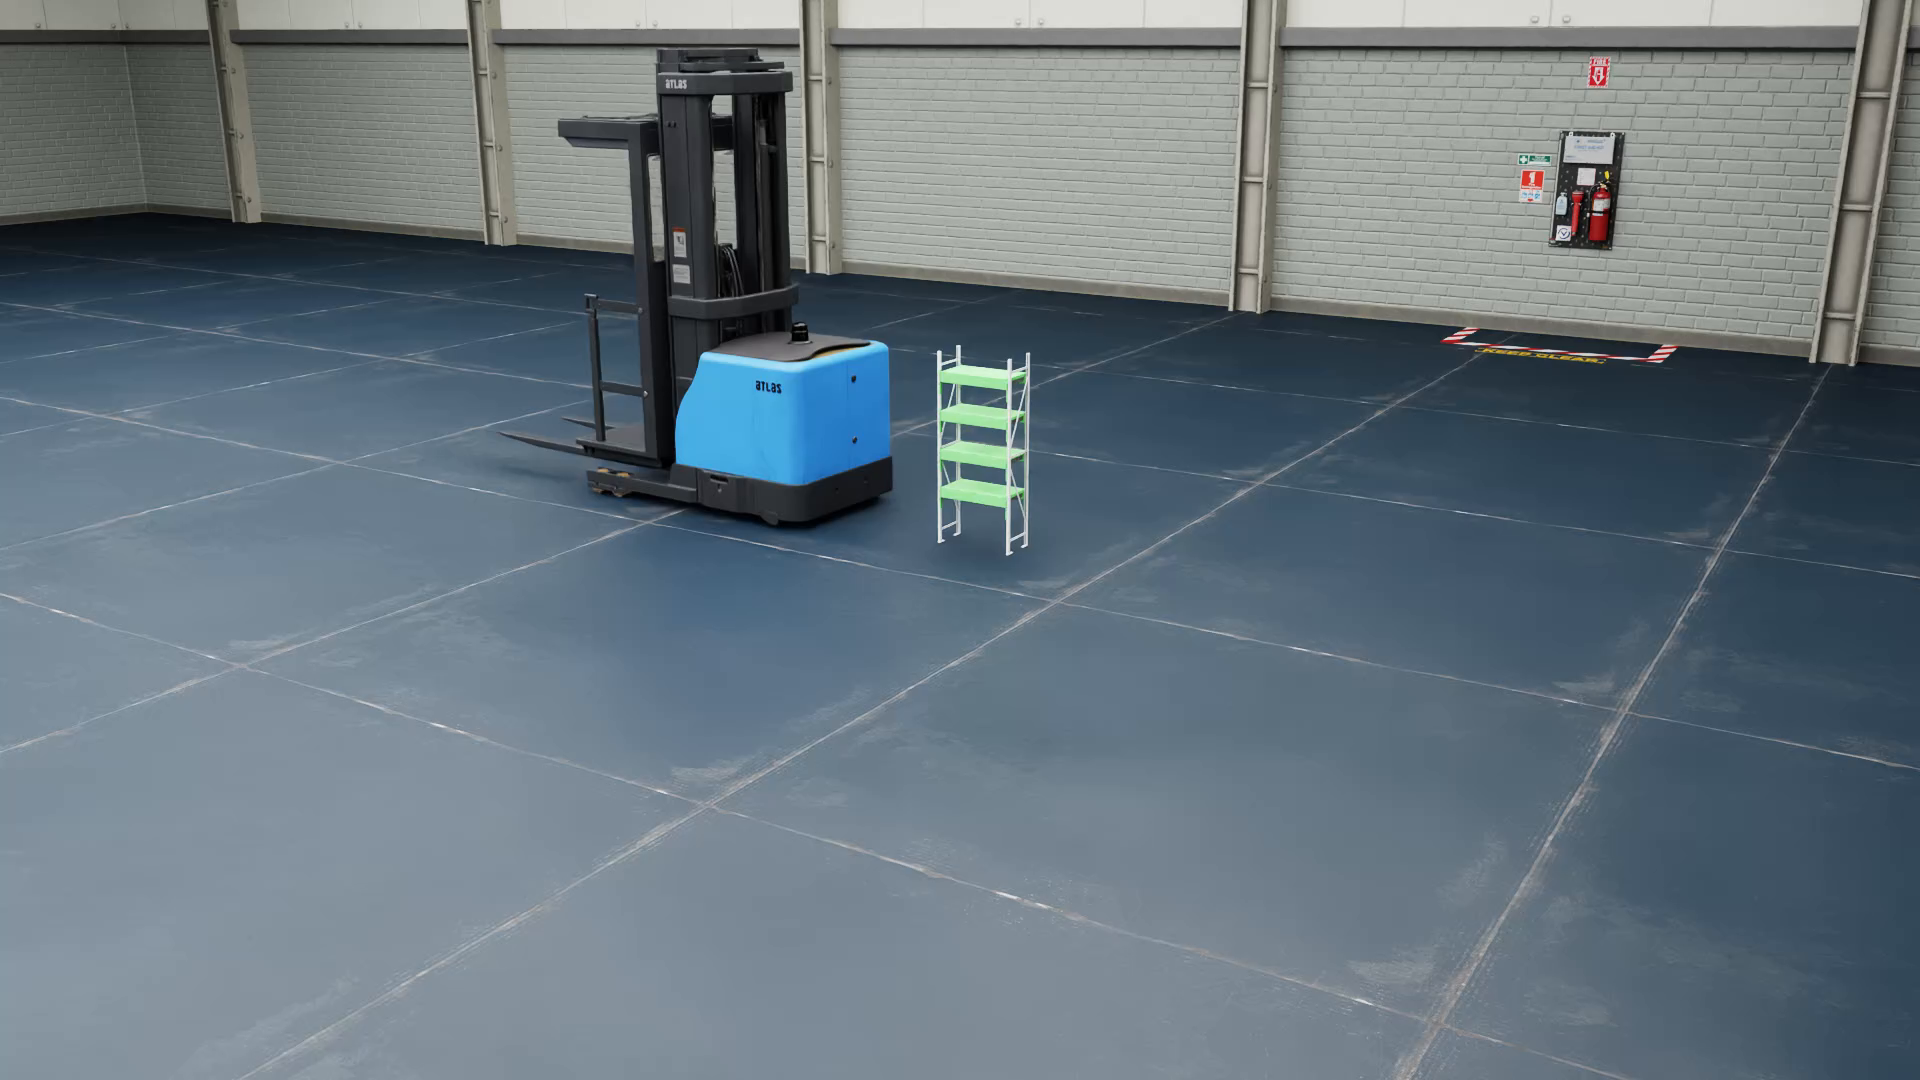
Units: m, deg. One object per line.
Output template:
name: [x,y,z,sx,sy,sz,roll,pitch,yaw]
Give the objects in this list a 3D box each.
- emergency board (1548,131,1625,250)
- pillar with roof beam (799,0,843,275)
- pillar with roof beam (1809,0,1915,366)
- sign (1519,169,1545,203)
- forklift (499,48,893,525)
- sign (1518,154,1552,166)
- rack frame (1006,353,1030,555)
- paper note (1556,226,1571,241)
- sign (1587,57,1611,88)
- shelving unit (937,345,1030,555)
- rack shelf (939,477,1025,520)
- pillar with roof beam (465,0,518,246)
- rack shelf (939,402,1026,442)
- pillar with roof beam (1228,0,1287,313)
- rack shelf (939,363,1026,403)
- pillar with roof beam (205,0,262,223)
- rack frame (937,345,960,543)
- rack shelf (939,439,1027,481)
emergency board: [6.344,-3.542,16.882,0.643,1.169,0.194,10,20,30]
pillar with roof beam: [-4.049,-6.787,17.241,0.400,9.000,9.100,10,20,30]
pillar with roof beam: [6.176,-4.961,11.232,0.400,9.000,9.100,10,20,30]
sign: [5.926,-3.669,17.238,0.234,0.329,0.001,10,20,30]
forklift: [-1.956,-1.809,11.295,3.031,2.935,1.130,11,20,33]
sign: [5.926,-3.920,17.151,0.331,0.109,0.001,10,20,30]
rack frame: [0.349,-0.512,10.002,0.015,1.200,0.240,10,20,30]
paper note: [6.229,-3.165,17.155,0.142,0.148,0.016,10,20,30]
sign: [6.389,-4.677,16.630,0.199,0.298,0.001,10,20,30]
shelving unit: [0.141,-0.549,10.124,0.503,1.200,0.258,10,20,30]
rack shelf: [0.141,-0.258,10.212,0.480,0.148,0.258,10,20,30]
pillar with roof beam: [-9.162,-7.699,20.245,0.400,9.000,9.100,10,20,30]
rack shelf: [0.141,-0.717,10.073,0.480,0.148,0.258,10,20,30]
pillar with roof beam: [1.064,-5.874,14.236,0.400,9.000,9.100,10,20,30]
rack shelf: [0.141,-0.947,10.003,0.480,0.148,0.258,10,20,30]
pillar with roof beam: [-14.274,-8.612,23.250,0.400,9.000,9.100,10,20,30]
rack frame: [-0.067,-0.586,10.246,0.015,1.200,0.240,10,20,30]
rack shelf: [0.141,-0.488,10.142,0.480,0.148,0.258,10,20,30]
